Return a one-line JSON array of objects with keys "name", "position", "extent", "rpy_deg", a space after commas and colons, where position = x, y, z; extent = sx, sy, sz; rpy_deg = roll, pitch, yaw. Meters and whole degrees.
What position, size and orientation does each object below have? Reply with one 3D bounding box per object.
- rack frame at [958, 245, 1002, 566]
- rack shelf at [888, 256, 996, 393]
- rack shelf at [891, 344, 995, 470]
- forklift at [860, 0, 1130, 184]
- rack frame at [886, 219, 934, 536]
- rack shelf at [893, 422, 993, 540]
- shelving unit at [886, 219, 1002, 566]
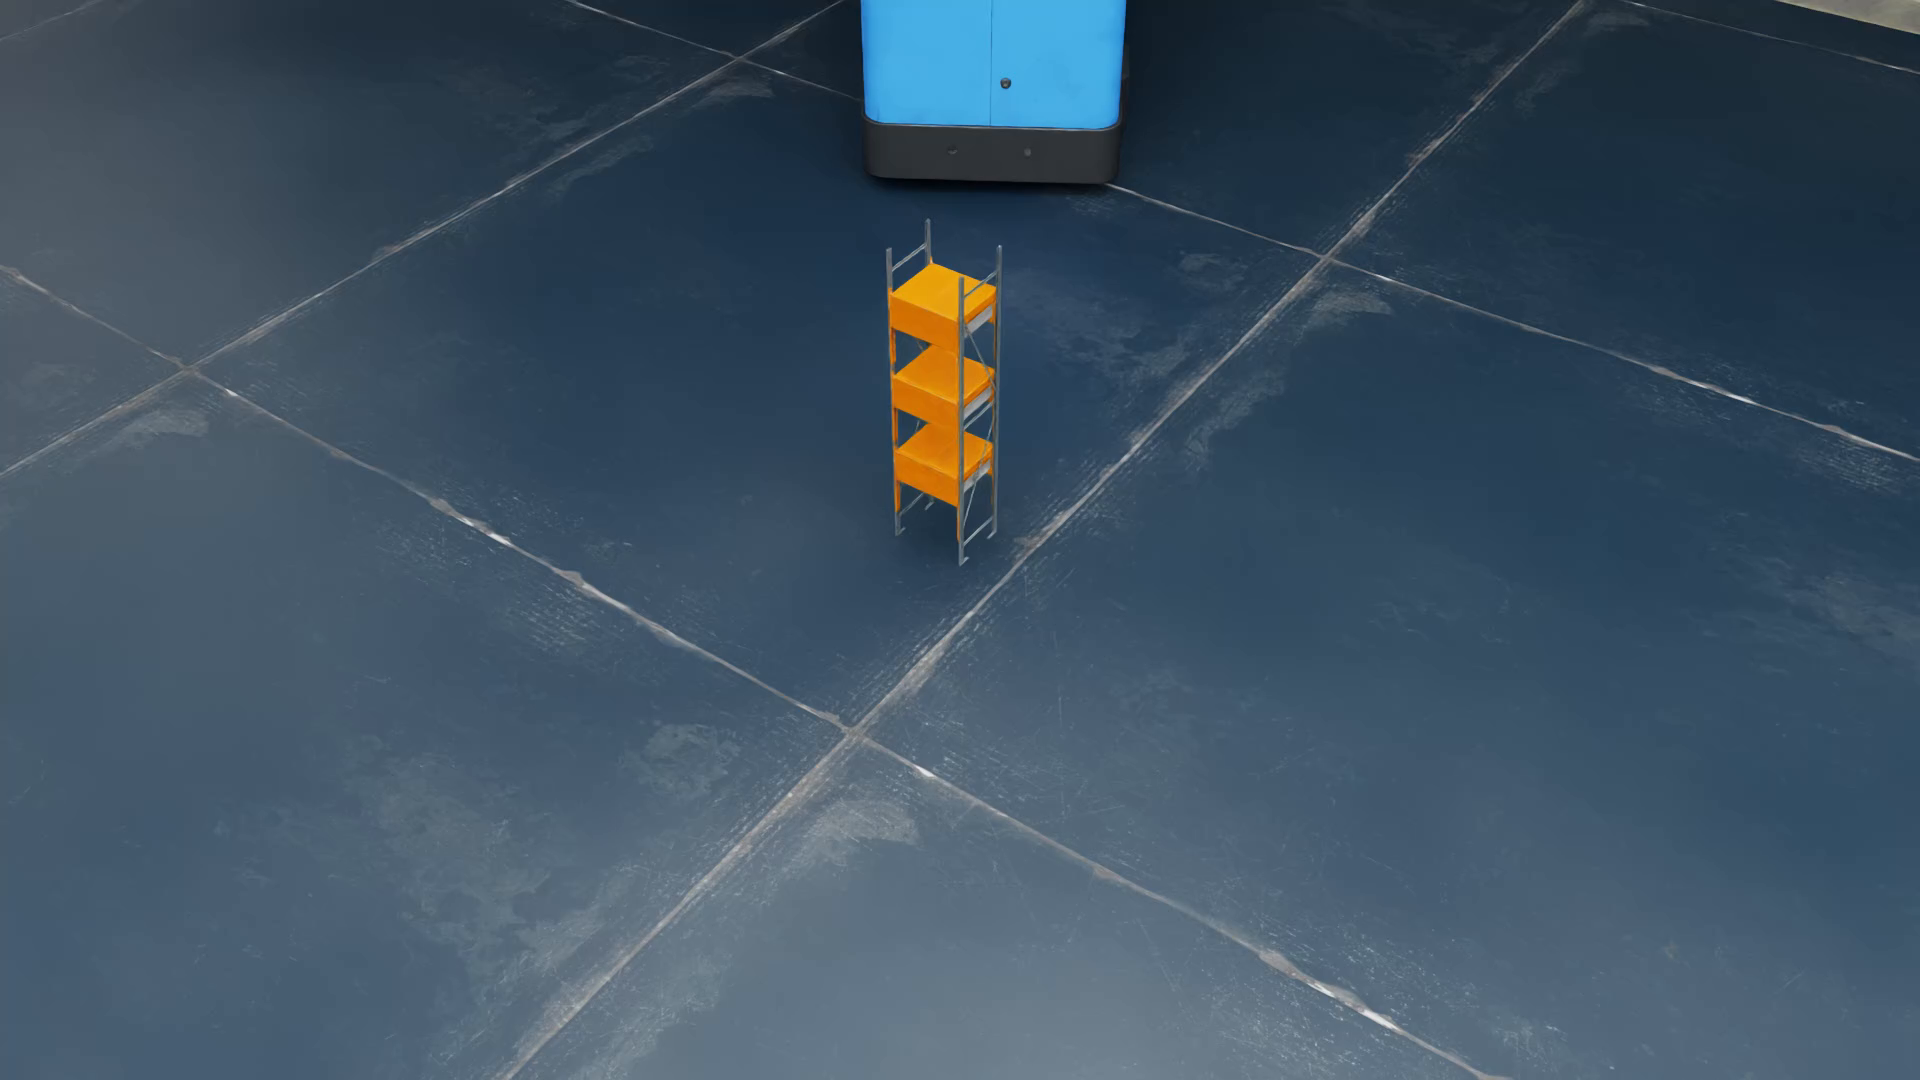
[{"name": "rack frame", "position": [0.056, -0.365, 4.871], "extent": [0.008, 1.050, 0.200], "rpy_deg": [25, 48, 25]}, {"name": "rack shelf", "position": [-0.044, -0.615, 4.741], "extent": [0.240, 0.259, 0.215], "rpy_deg": [25, 48, 25]}, {"name": "rack shelf", "position": [-0.044, -0.404, 4.930], "extent": [0.240, 0.259, 0.215], "rpy_deg": [25, 48, 25]}, {"name": "forklift", "position": [0.207, -3.509, 6.974], "extent": [1.130, 2.935, 3.031], "rpy_deg": [2, 42, 2]}, {"name": "rack frame", "position": [-0.144, -0.458, 4.975], "extent": [0.008, 1.050, 0.200], "rpy_deg": [25, 48, 25]}, {"name": "rack shelf", "position": [-0.044, -0.197, 5.115], "extent": [0.240, 0.259, 0.215], "rpy_deg": [25, 48, 25]}, {"name": "shelving unit", "position": [-0.044, -0.412, 4.923], "extent": [0.252, 1.050, 0.215], "rpy_deg": [25, 48, 25]}]
